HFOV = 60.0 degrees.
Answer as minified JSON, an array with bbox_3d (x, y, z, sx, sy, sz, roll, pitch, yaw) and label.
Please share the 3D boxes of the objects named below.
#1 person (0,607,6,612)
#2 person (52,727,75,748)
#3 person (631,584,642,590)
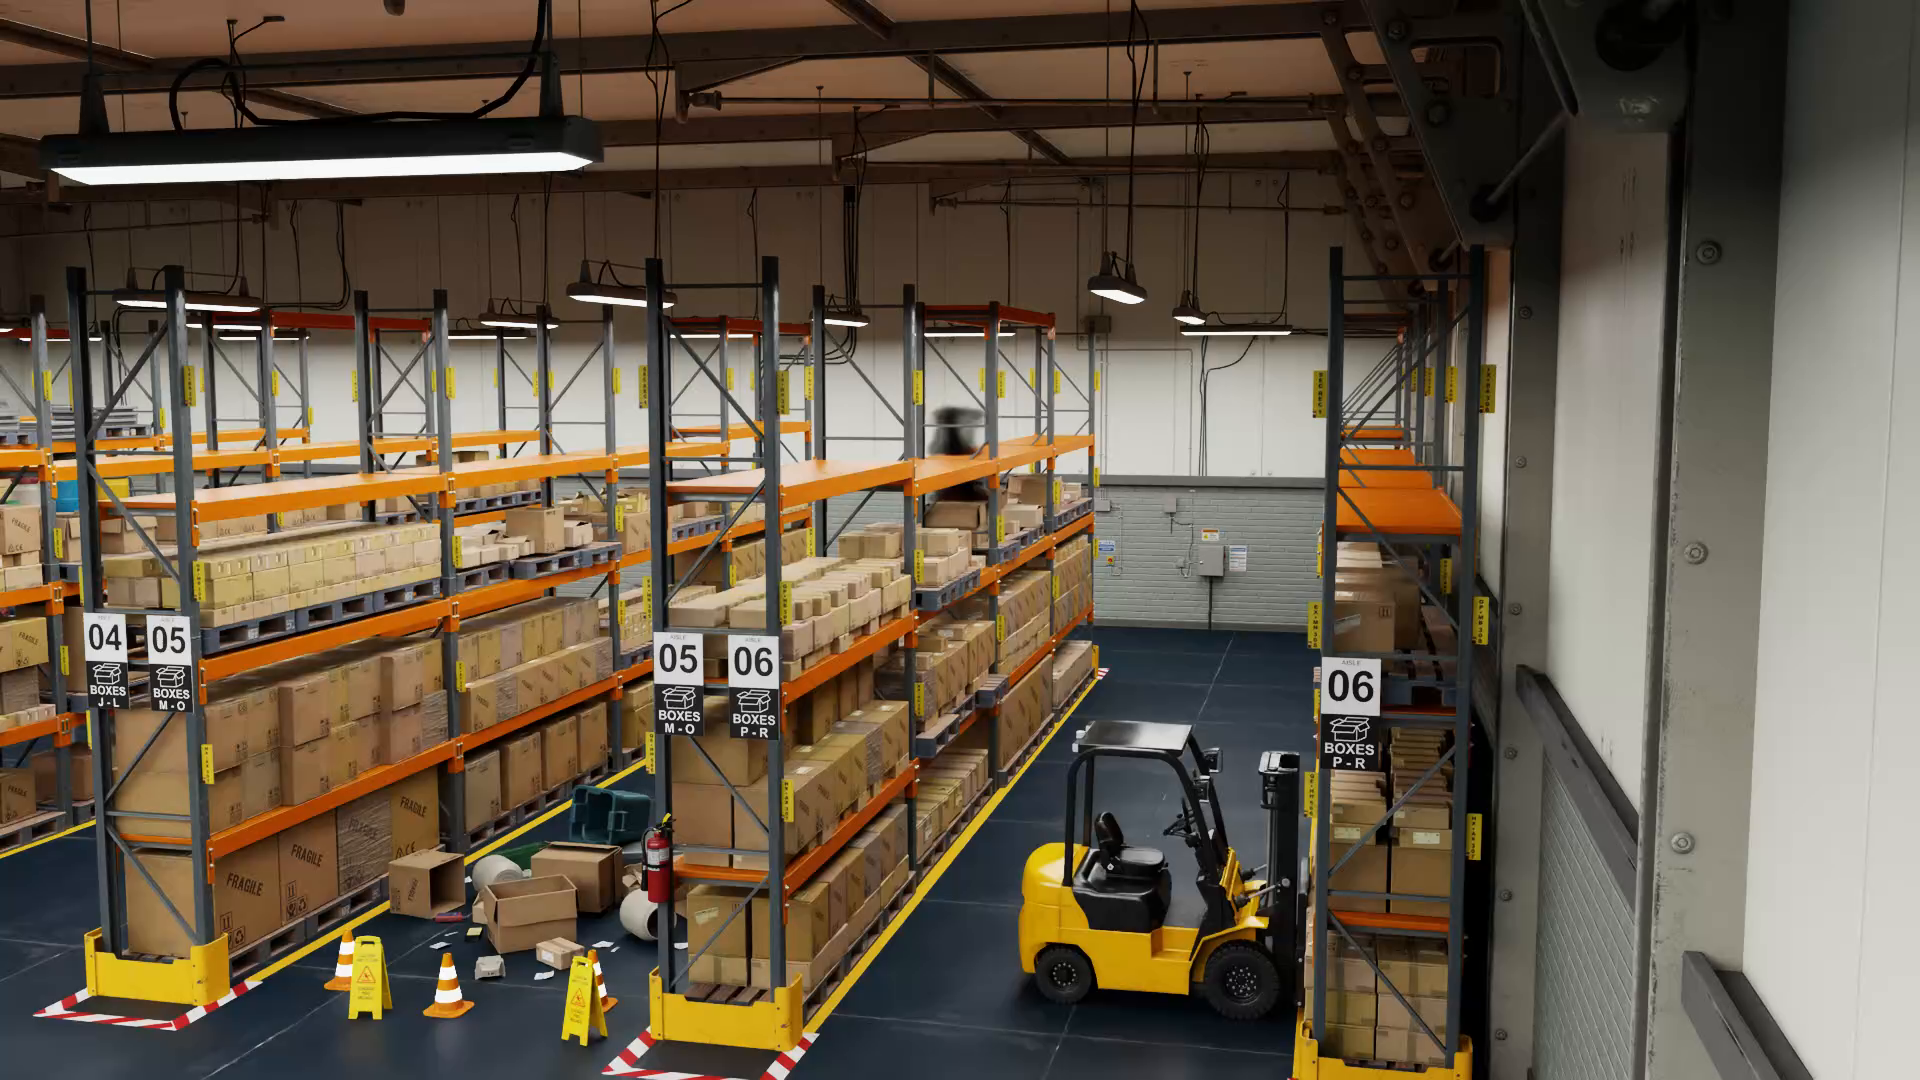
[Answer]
[{"bbox_3d":[-15.298,1.705,26.815,0.677,1.531,0.882,0,6,-3],"label":"person"},{"bbox_3d":[-12.188,2.037,22.491,0.685,1.730,0.787,0,6,-1],"label":"person"},{"bbox_3d":[-5.298,1.564,27.430,0.525,1.713,0.804,2,6,19],"label":"person"}]
